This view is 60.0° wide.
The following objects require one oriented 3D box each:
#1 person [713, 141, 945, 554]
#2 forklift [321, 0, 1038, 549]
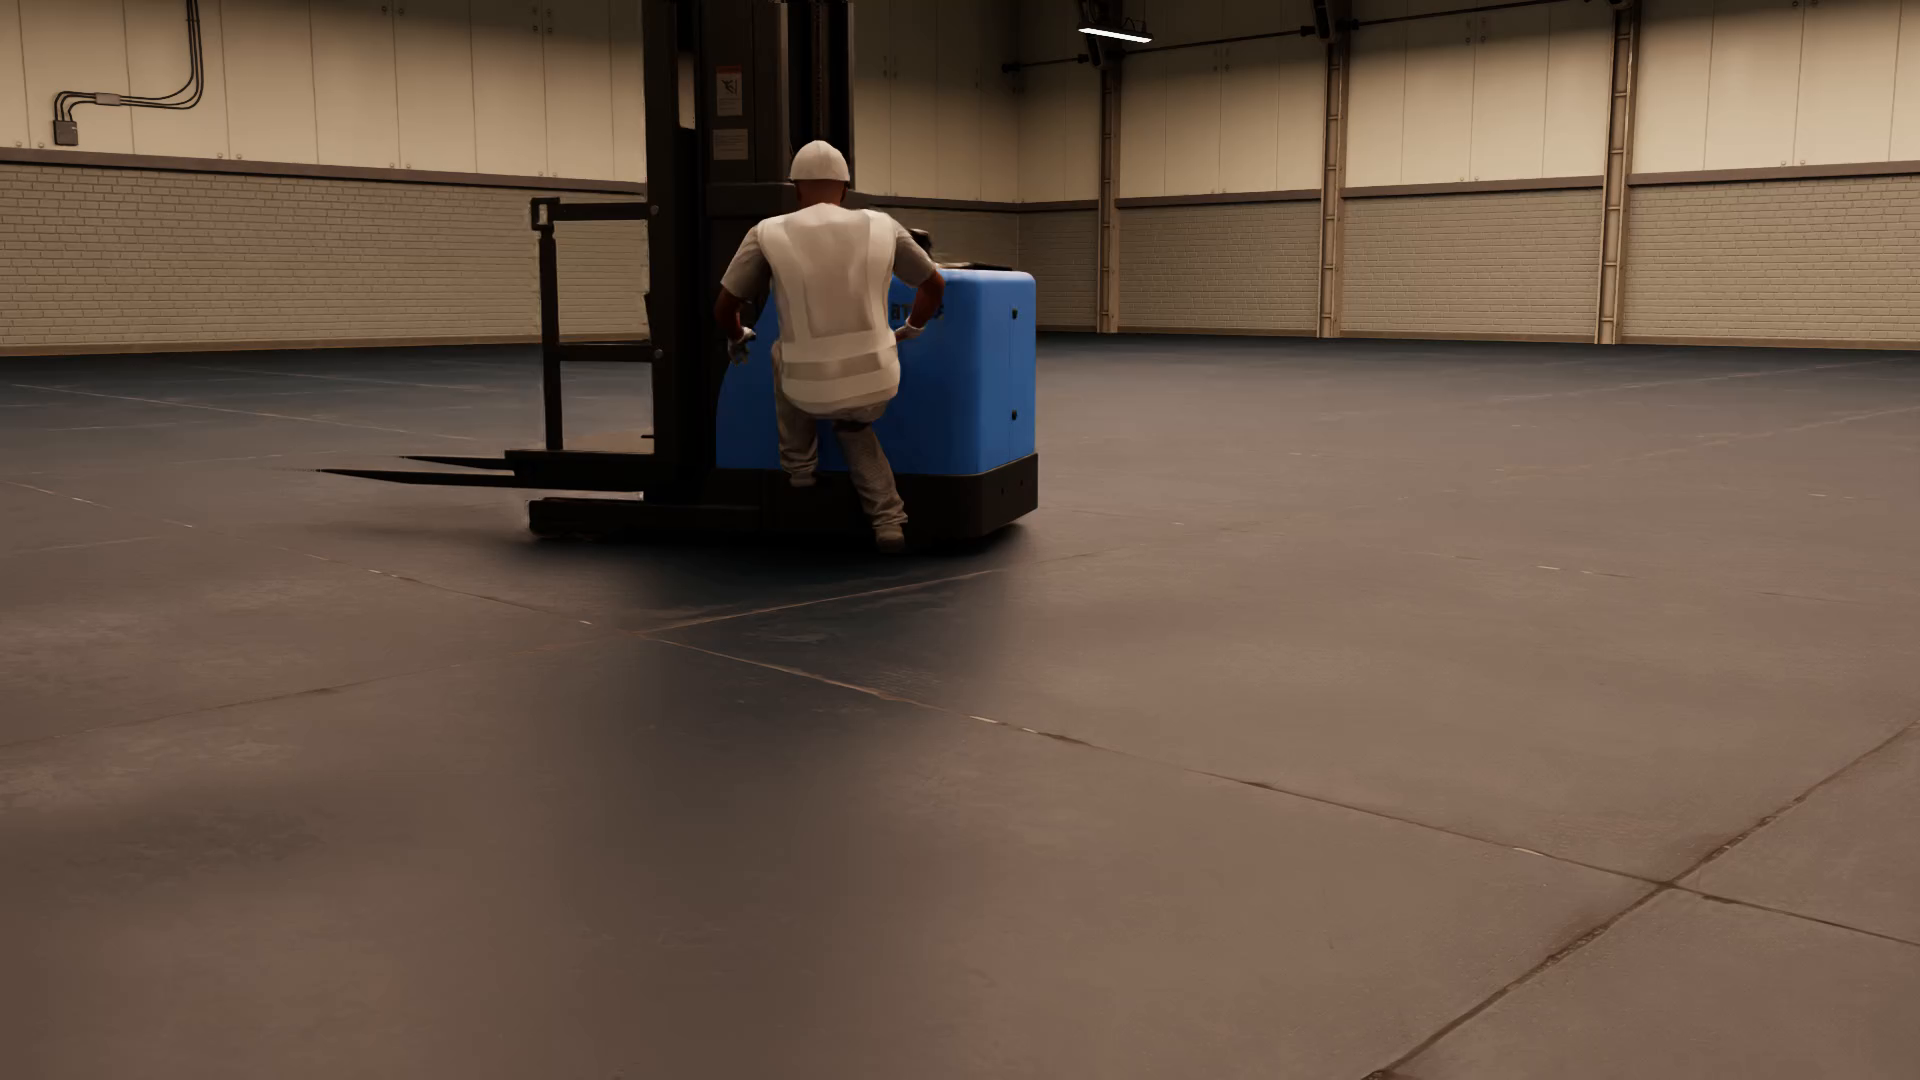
[{"bbox_3d":[-0.526,-0.661,6.125,0.841,1.551,0.877,-3,9,-22],"label":"person"},{"bbox_3d":[-1.242,-1.517,6.947,3.031,2.935,1.130,3,9,16],"label":"forklift"}]
